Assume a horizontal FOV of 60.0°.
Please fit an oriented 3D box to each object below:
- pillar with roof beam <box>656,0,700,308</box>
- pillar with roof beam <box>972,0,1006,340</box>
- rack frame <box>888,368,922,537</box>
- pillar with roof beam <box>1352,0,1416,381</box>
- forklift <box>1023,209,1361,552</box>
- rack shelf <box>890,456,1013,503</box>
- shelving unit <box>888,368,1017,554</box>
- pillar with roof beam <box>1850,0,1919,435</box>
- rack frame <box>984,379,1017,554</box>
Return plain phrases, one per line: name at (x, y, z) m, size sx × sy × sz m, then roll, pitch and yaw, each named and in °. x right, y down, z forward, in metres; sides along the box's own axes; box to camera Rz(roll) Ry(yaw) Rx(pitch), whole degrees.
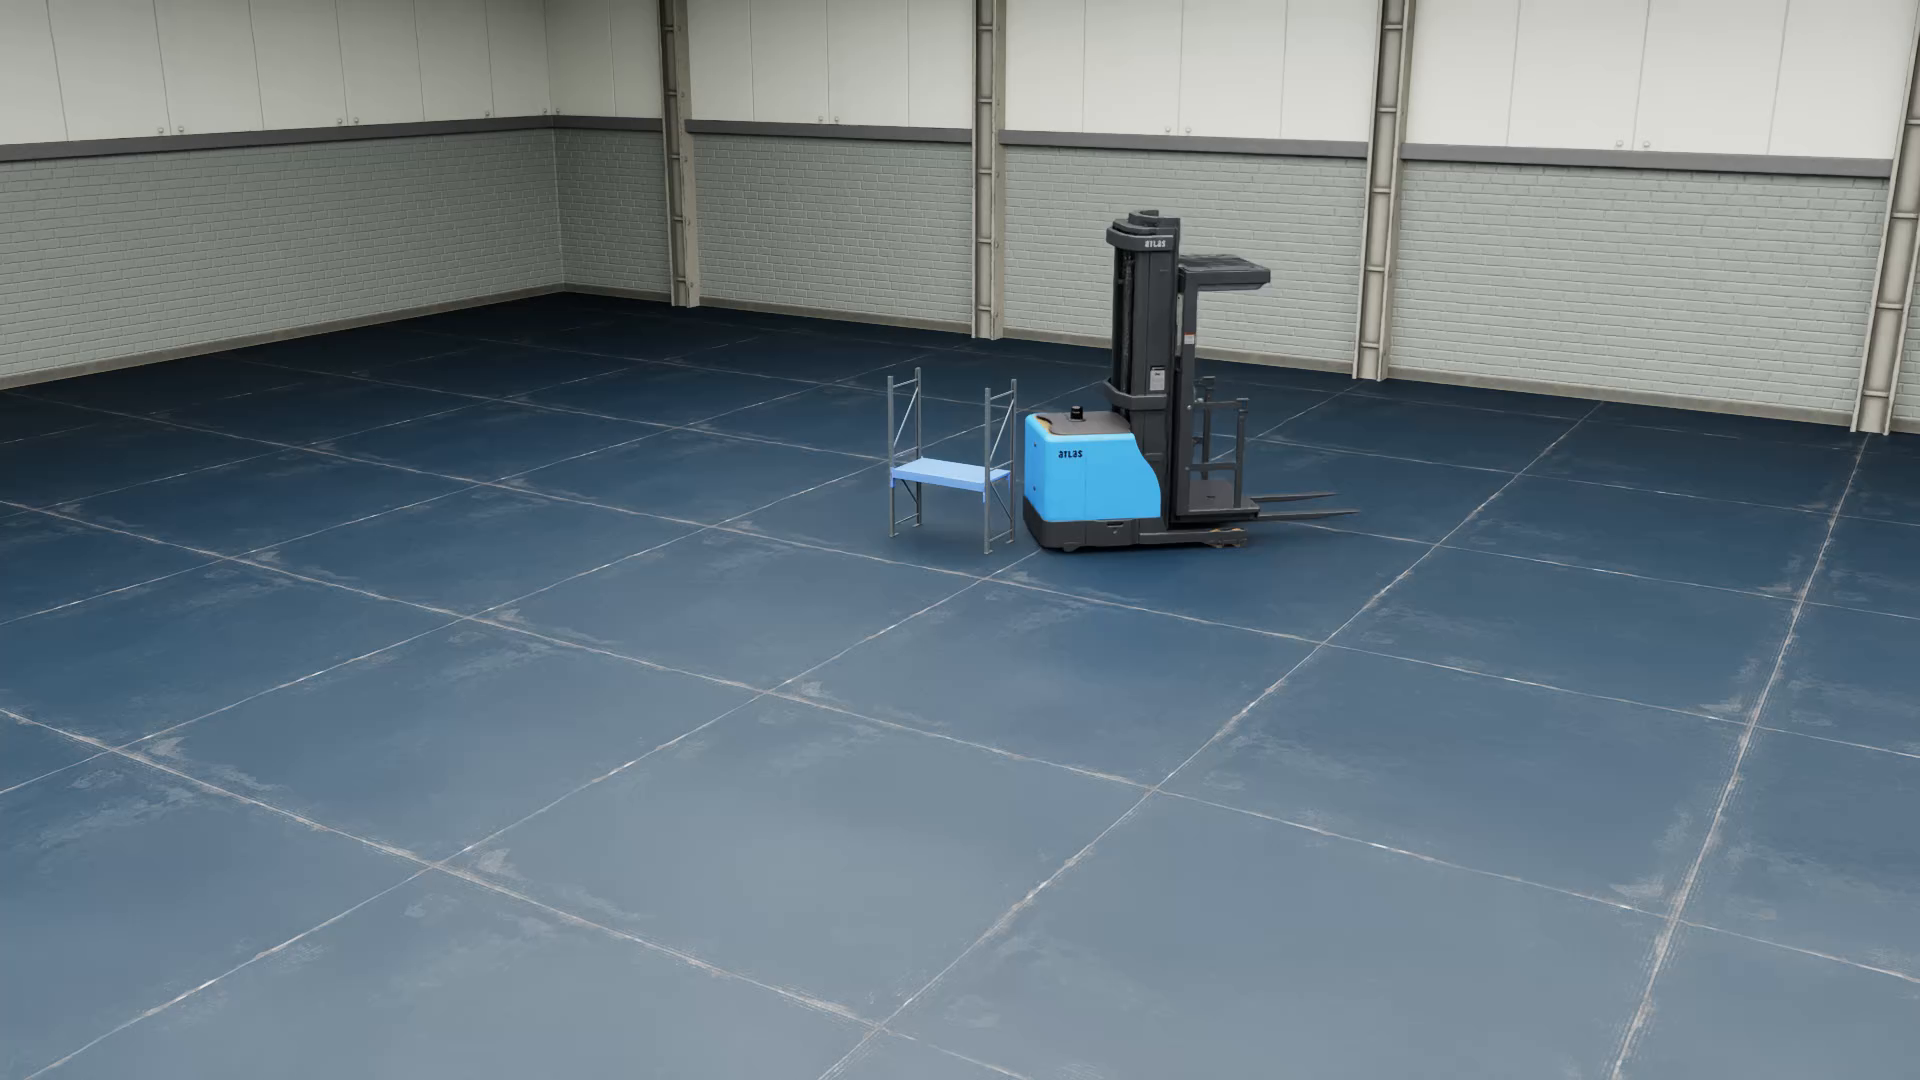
pillar with roof beam at (-6.942, -7.255, 23.652) m, size 0.400 × 9.000 × 9.100 m, roll 10°, pitch 20°, yaw 30°
pillar with roof beam at (-1.829, -6.343, 20.647) m, size 0.400 × 9.000 × 9.100 m, roll 10°, pitch 20°, yaw 30°
rack frame at (-0.506, -0.808, 15.329) m, size 0.032 × 1.500 × 0.500 m, roll 10°, pitch 20°, yaw 30°
pillar with roof beam at (3.284, -5.430, 17.643) m, size 0.400 × 9.000 × 9.100 m, roll 10°, pitch 20°, yaw 30°
forklift at (2.156, -1.479, 15.078) m, size 3.031 × 2.935 × 1.130 m, roll -3°, pitch 17°, yaw -9°
rack shelf at (-0.073, -0.558, 15.127) m, size 1.000 × 0.185 × 0.538 m, roll 10°, pitch 20°, yaw 30°
shelving unit at (-0.073, -0.731, 15.075) m, size 1.048 × 1.500 × 0.538 m, roll 10°, pitch 20°, yaw 30°
pillar with roof beam at (8.396, -4.517, 14.638) m, size 0.400 × 9.000 × 9.100 m, roll 10°, pitch 20°, yaw 30°
rack frame at (0.360, -0.653, 14.820) m, size 0.032 × 1.500 × 0.500 m, roll 10°, pitch 20°, yaw 30°
